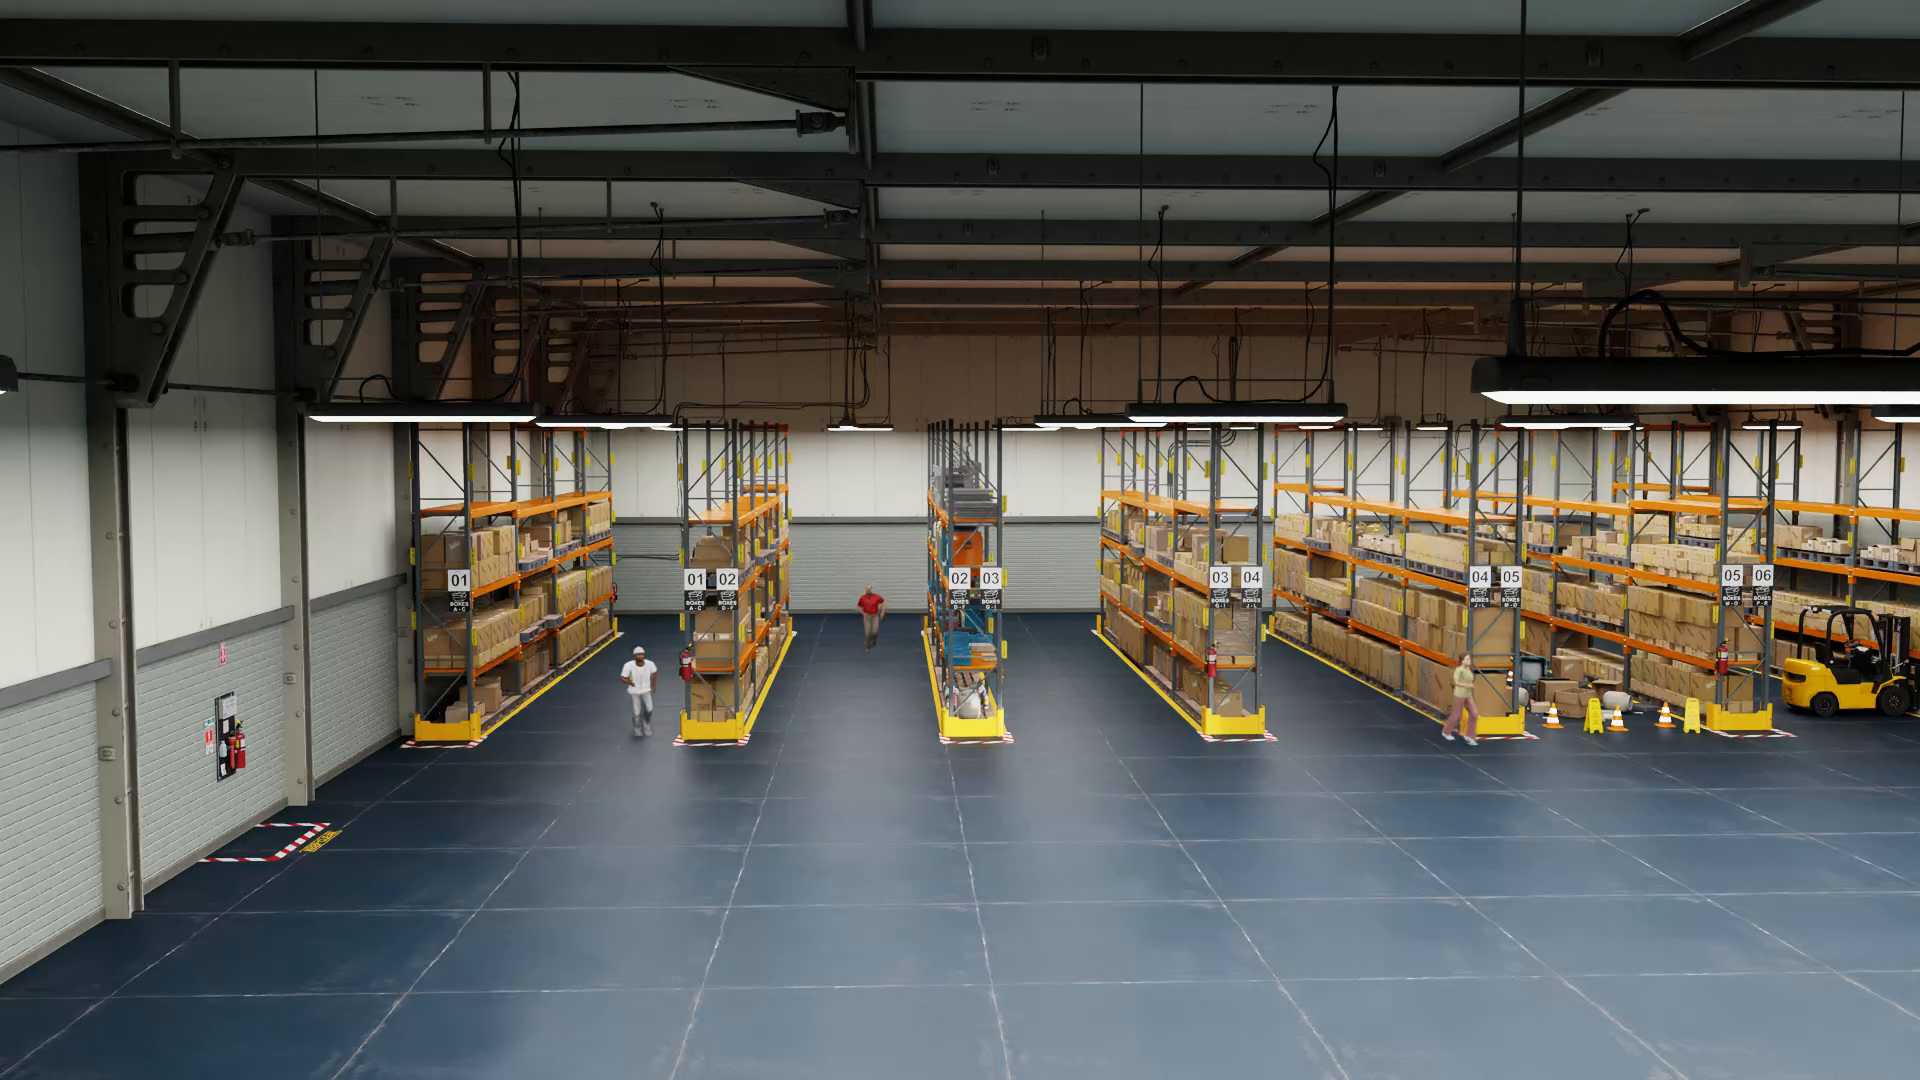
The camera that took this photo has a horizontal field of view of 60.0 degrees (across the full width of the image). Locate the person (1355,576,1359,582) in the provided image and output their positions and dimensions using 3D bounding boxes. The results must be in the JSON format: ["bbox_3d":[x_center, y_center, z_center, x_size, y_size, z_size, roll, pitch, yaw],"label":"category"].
[{"bbox_3d":[11.064,1.870,46.717,0.655,1.722,0.604,-1,4,-9],"label":"person"}]

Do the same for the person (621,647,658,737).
[{"bbox_3d":[-5.994,2.850,31.196,0.719,1.715,0.716,-1,4,-20],"label":"person"}]

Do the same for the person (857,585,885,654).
[{"bbox_3d":[-2.202,1.964,41.169,0.690,1.708,0.657,0,4,0],"label":"person"}]

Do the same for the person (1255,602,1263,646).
[{"bbox_3d":[7.861,2.074,44.422,0.538,1.605,0.877,0,4,-2],"label":"person"}]

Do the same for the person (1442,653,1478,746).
[{"bbox_3d":[9.256,2.936,30.693,0.590,1.741,0.730,-3,5,-39],"label":"person"}]
